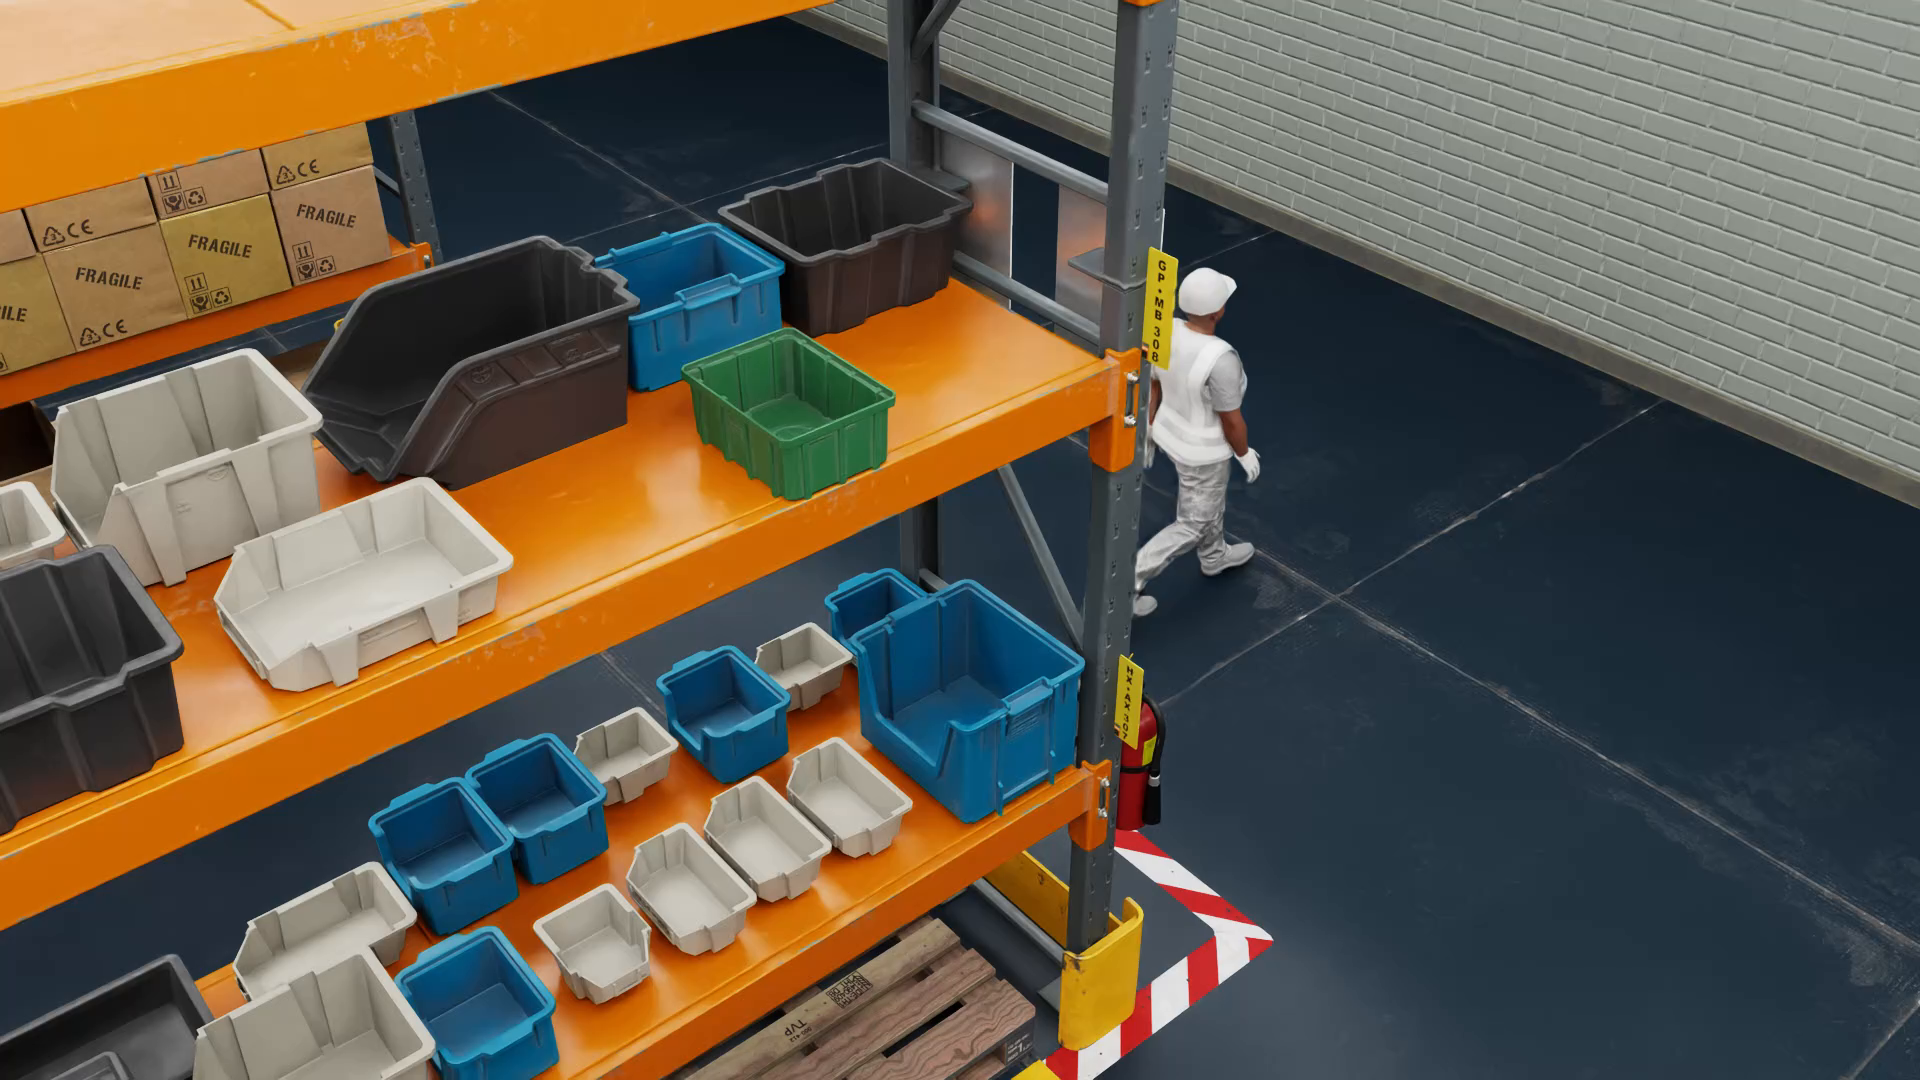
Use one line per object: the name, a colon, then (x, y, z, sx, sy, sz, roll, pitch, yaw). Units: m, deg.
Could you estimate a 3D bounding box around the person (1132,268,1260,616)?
person: (1.074, -0.452, 7.686, 0.993, 1.746, 0.546, -17, 39, -22)
